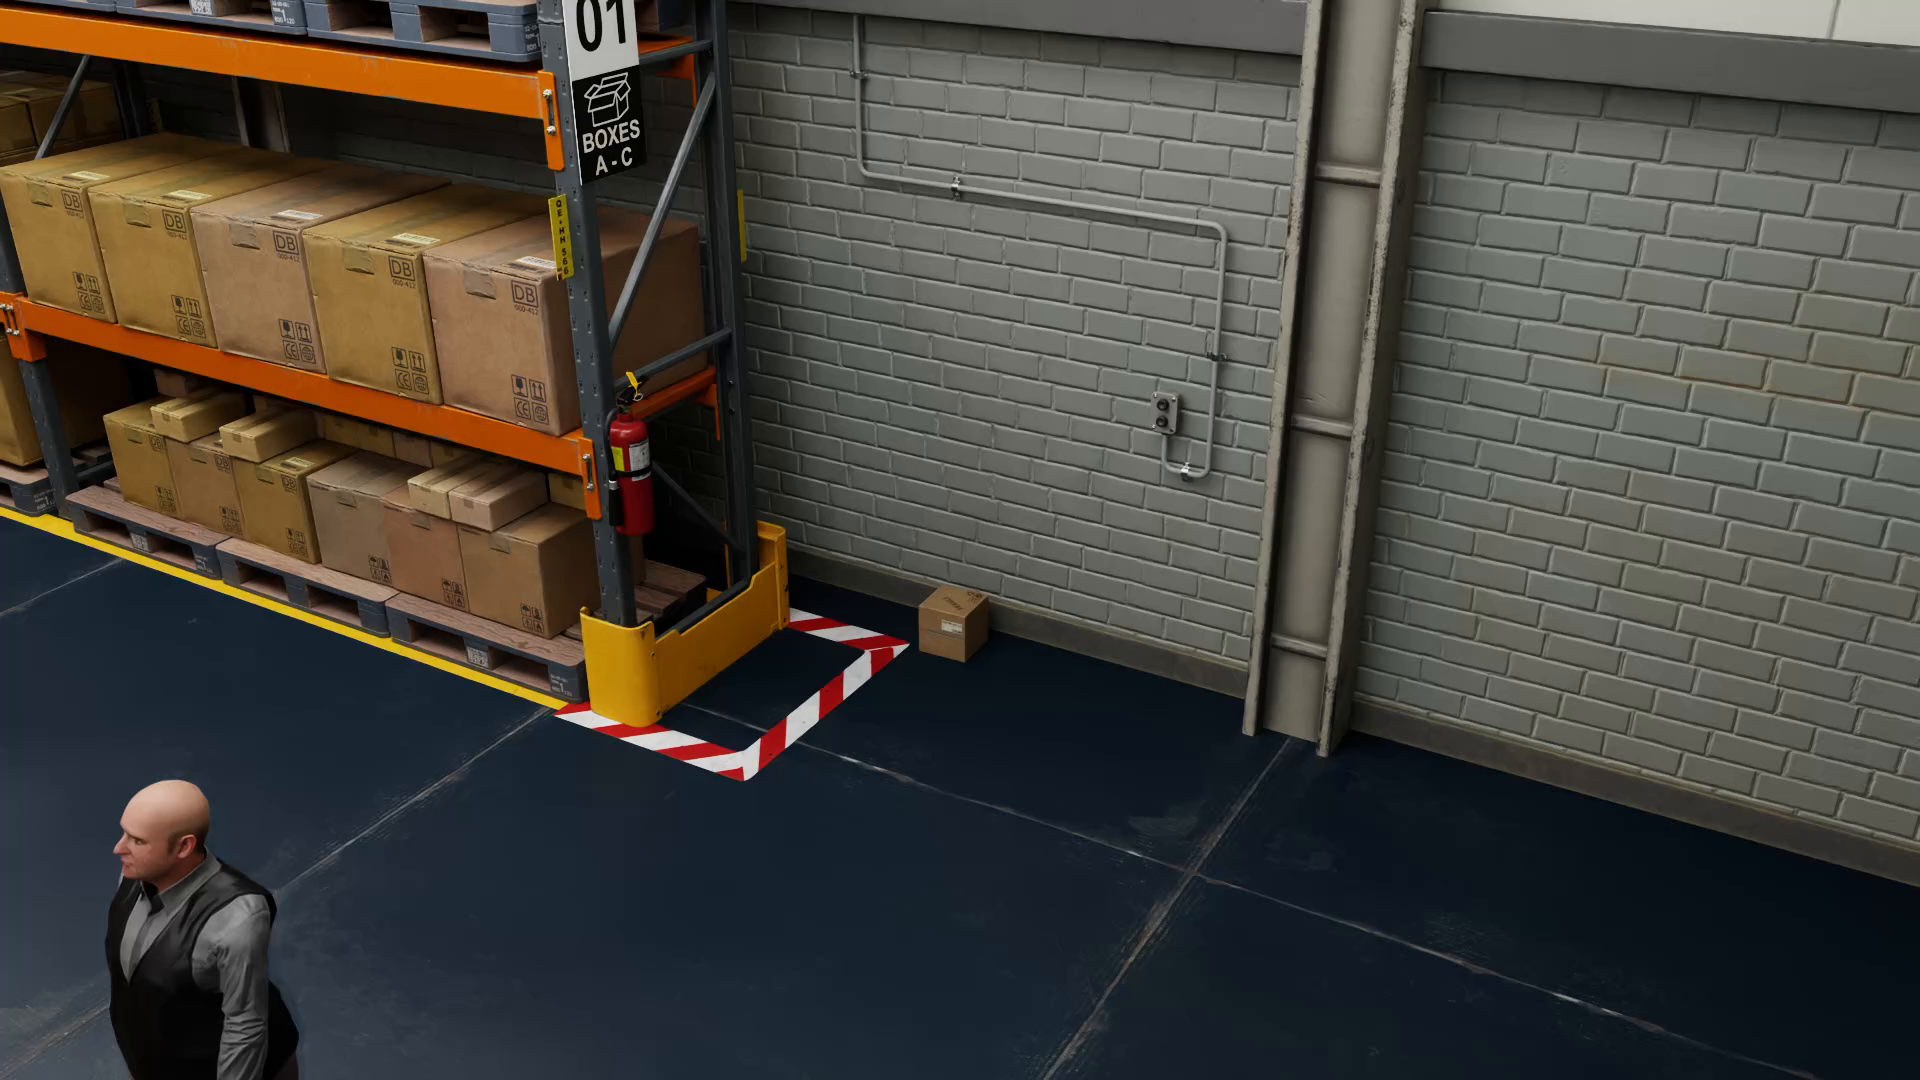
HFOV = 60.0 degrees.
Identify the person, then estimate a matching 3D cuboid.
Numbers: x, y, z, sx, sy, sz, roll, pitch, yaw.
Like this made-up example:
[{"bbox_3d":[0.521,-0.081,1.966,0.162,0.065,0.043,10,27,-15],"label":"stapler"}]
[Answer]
[{"bbox_3d":[-1.953,1.406,4.315,0.537,1.769,0.513,13,29,25],"label":"person"}]
